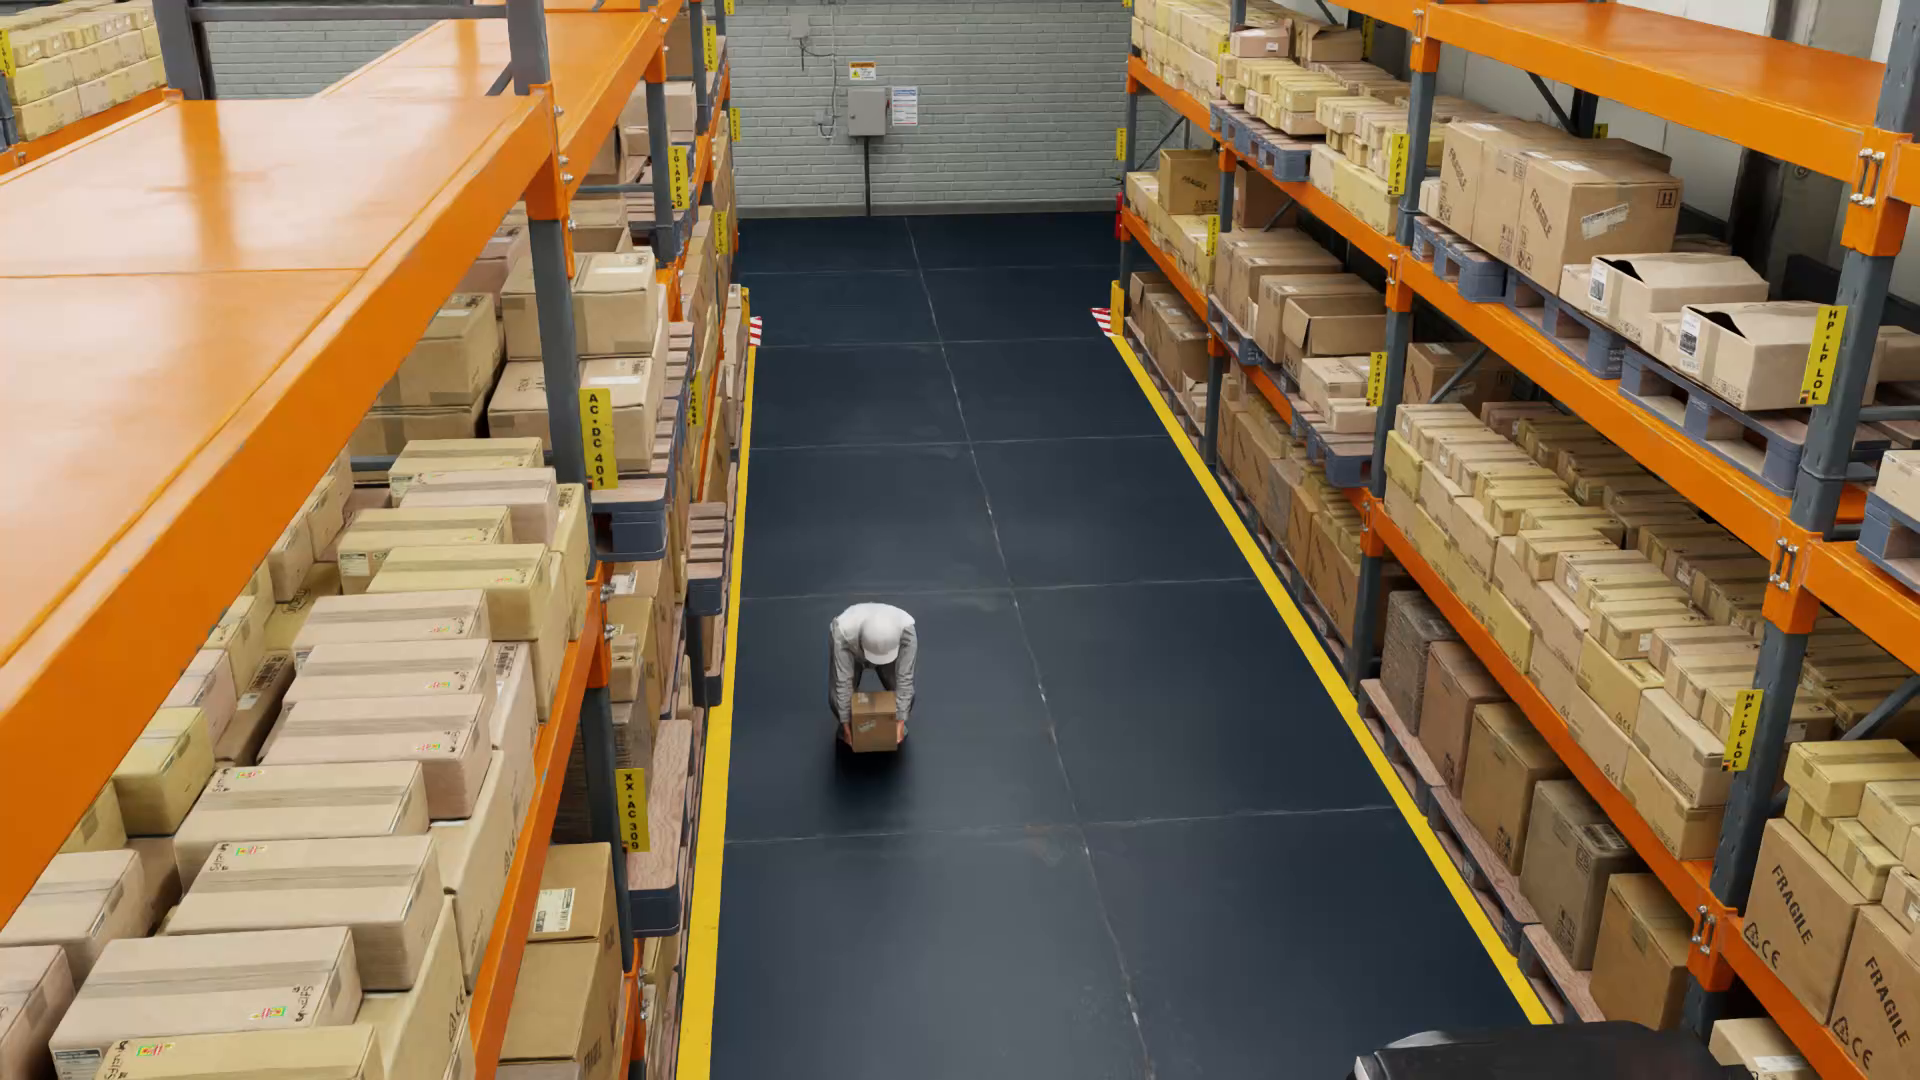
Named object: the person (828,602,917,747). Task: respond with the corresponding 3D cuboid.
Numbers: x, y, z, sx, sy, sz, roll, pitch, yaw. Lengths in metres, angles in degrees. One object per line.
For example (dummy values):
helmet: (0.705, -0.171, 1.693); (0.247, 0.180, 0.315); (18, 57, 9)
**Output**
person: (-0.508, 0.732, 9.584); (0.514, 1.009, 0.900); (-2, 24, -4)
